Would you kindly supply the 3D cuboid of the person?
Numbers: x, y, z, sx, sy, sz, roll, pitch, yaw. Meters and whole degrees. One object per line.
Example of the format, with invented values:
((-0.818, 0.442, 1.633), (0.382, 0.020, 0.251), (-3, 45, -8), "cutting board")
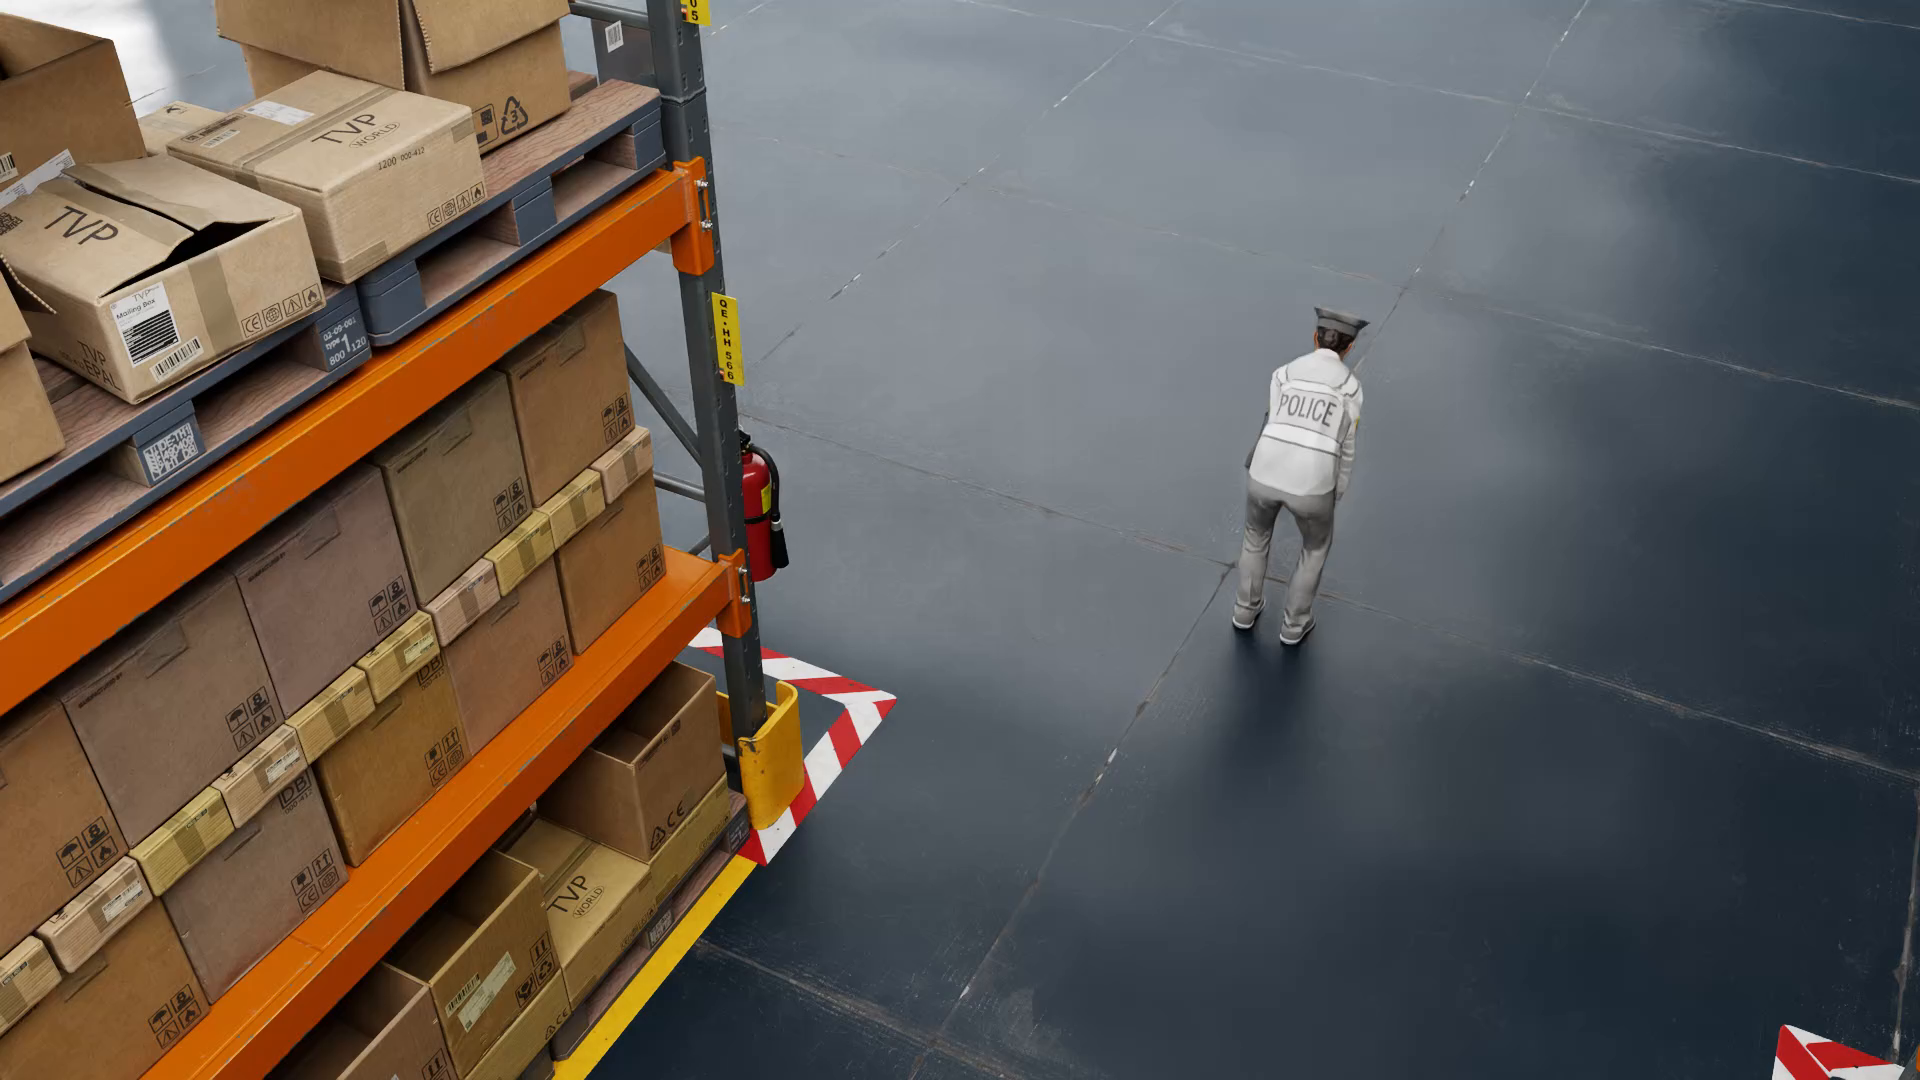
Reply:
((1.508, -0.294, 7.319), (0.409, 1.427, 0.814), (17, 41, 20), "person")
